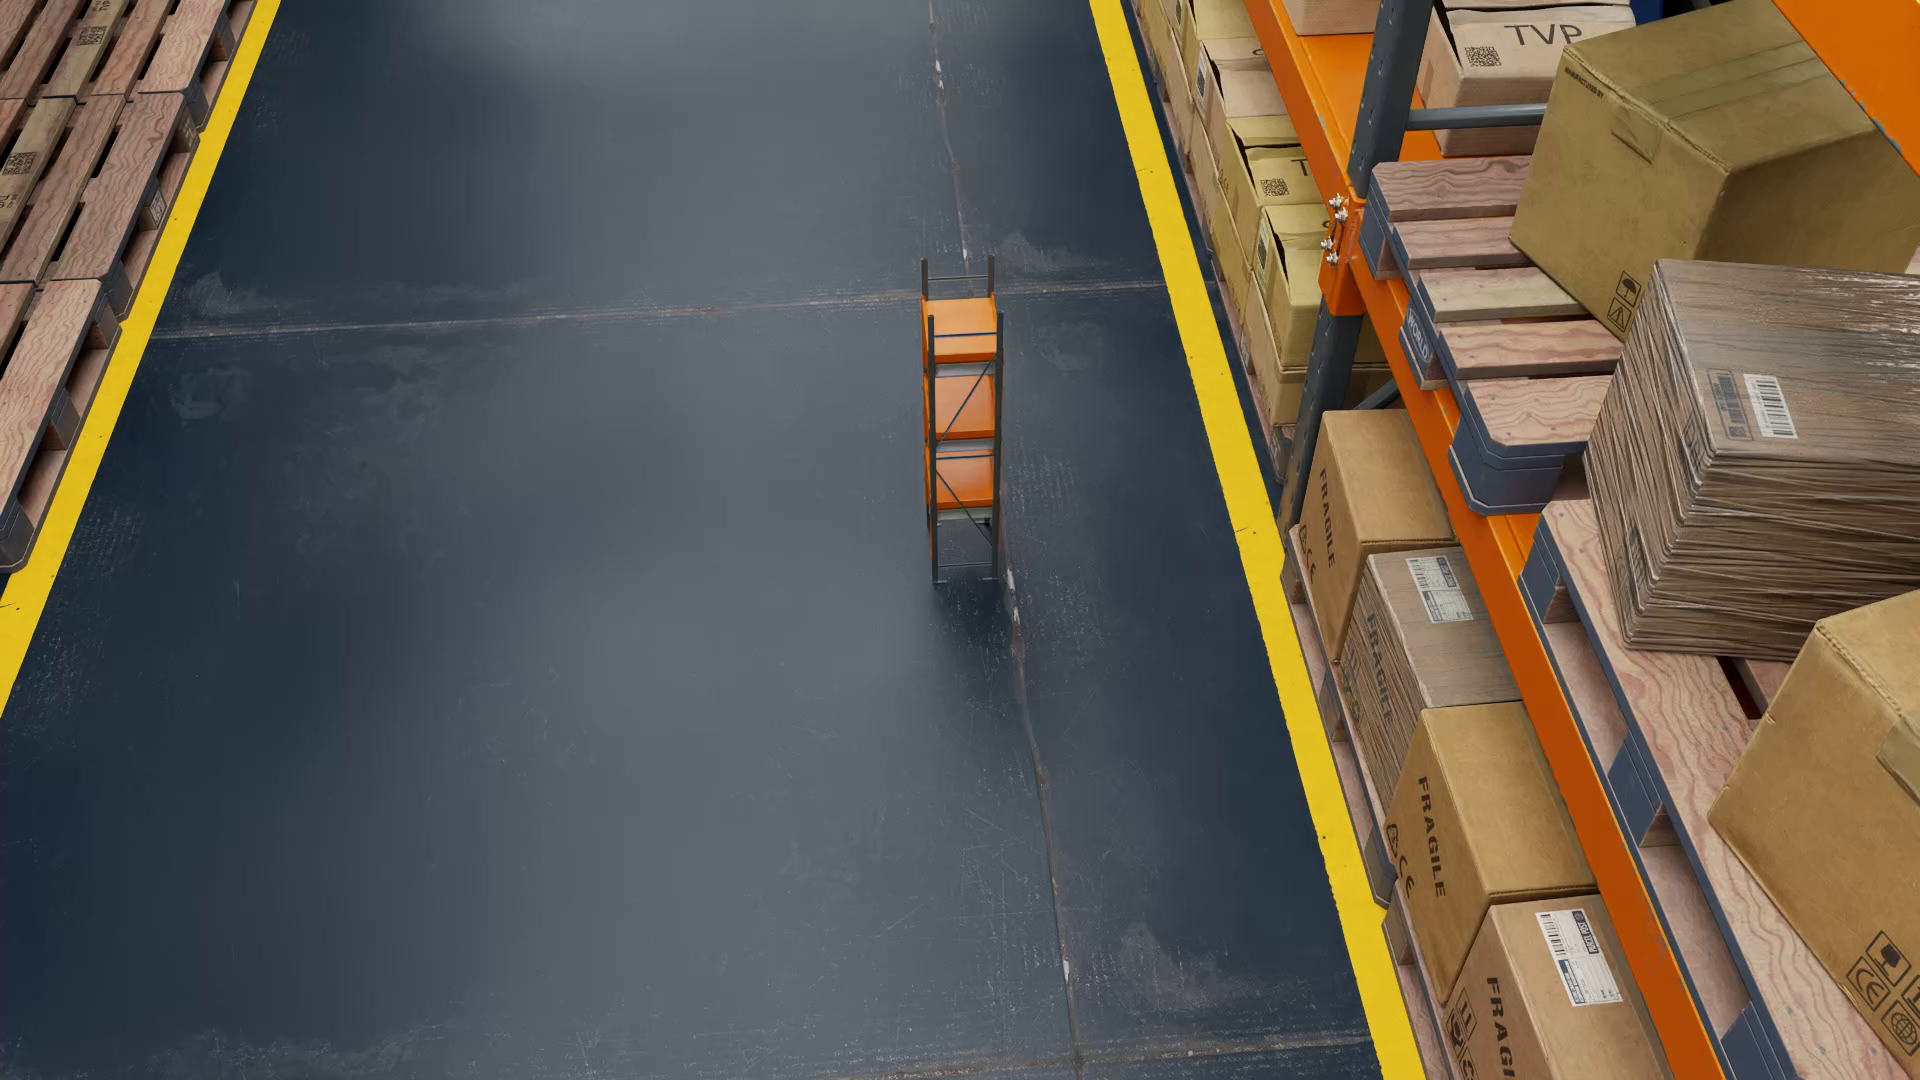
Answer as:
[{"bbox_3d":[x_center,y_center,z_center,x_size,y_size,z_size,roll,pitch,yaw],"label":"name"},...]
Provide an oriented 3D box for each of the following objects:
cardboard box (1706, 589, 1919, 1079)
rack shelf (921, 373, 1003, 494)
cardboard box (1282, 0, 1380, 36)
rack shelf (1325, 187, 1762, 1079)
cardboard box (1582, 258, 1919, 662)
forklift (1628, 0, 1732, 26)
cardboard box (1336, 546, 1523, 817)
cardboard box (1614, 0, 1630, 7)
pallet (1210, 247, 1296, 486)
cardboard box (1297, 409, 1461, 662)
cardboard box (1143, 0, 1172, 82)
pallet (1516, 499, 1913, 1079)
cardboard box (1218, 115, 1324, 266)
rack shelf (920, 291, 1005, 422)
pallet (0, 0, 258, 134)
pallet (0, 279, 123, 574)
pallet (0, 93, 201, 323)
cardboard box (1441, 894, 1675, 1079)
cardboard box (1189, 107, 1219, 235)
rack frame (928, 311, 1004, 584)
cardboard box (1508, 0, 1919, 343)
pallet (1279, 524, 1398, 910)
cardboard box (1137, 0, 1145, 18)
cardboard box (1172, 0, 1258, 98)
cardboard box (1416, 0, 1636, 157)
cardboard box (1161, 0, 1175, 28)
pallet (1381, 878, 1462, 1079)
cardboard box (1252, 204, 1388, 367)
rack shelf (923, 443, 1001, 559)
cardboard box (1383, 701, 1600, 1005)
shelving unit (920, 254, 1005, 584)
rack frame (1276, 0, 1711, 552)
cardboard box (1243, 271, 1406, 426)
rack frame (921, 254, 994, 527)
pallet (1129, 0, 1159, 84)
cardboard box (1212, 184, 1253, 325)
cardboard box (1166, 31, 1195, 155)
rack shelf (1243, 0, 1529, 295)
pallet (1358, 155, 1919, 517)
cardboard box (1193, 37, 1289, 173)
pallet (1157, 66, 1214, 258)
[{"bbox_3d":[1.636,0.370,2.476,0.700,0.500,0.500,-14,48,-13],"label":"cardboard box"},{"bbox_3d":[0.004,-0.315,4.840,0.215,0.259,0.240,-3,47,-3],"label":"rack shelf"},{"bbox_3d":[1.160,-1.618,4.890,0.380,0.149,0.250,-3,47,-3],"label":"cardboard box"},{"bbox_3d":[1.678,0.624,3.089,1.077,0.370,4.000,-3,47,-3],"label":"rack shelf"},{"bbox_3d":[1.562,-0.127,2.947,0.700,0.500,0.500,4,47,4],"label":"cardboard box"},{"bbox_3d":[3.182,-2.234,5.347,1.130,2.935,3.031,-5,47,-5],"label":"forklift"},{"bbox_3d":[1.313,0.363,4.259,0.500,0.500,0.500,-5,47,-5],"label":"cardboard box"},{"bbox_3d":[1.629,-1.699,4.854,0.500,0.311,0.500,-4,47,-4],"label":"cardboard box"},{"bbox_3d":[1.480,-0.710,5.777,1.003,0.211,1.213,-3,47,-3],"label":"pallet"},{"bbox_3d":[1.264,-0.016,4.618,0.500,0.500,0.500,-2,47,-2],"label":"cardboard box"},{"bbox_3d":[1.050,-2.112,6.789,0.500,0.250,0.500,-5,47,-5],"label":"cardboard box"},{"bbox_3d":[1.678,0.402,2.936,1.003,0.211,1.213,-3,47,-3],"label":"pallet"},{"bbox_3d":[1.171,-1.202,5.541,0.500,0.311,0.500,-4,47,-4],"label":"cardboard box"},{"bbox_3d":[0.004,-0.510,4.634,0.215,0.259,0.240,-3,47,-3],"label":"rack shelf"},{"bbox_3d":[-3.656,-2.142,7.133,1.003,0.211,1.213,-3,47,-3],"label":"pallet"},{"bbox_3d":[-3.452,-0.376,5.461,1.003,0.211,1.213,-3,47,-3],"label":"pallet"},{"bbox_3d":[-3.551,-1.257,6.295,1.003,0.211,1.213,-3,47,-3],"label":"pallet"},{"bbox_3d":[1.399,1.103,3.558,0.500,0.500,0.500,-5,47,-5],"label":"cardboard box"},{"bbox_3d":[1.138,-1.372,6.088,0.500,0.250,0.500,-3,47,-2],"label":"cardboard box"},{"bbox_3d":[0.015,-0.234,4.749,0.200,1.050,0.008,-3,47,-3],"label":"rack frame"},{"bbox_3d":[1.676,-0.801,3.584,0.700,0.500,0.500,-18,49,-16],"label":"cardboard box"},{"bbox_3d":[1.535,0.431,4.697,1.003,0.211,1.213,-3,47,-3],"label":"pallet"},{"bbox_3d":[1.004,-2.487,7.144,0.500,0.250,0.500,-2,47,-2],"label":"cardboard box"},{"bbox_3d":[1.092,-1.930,6.230,0.500,0.311,0.500,-2,47,-2],"label":"cardboard box"},{"bbox_3d":[1.524,-1.306,4.482,0.500,0.311,0.500,-1,47,-1],"label":"cardboard box"},{"bbox_3d":[1.043,-2.305,6.586,0.500,0.311,0.500,-5,47,-5],"label":"cardboard box"},{"bbox_3d":[1.634,1.311,3.863,1.003,0.211,1.213,-3,47,-3],"label":"pallet"},{"bbox_3d":[1.221,-0.826,5.185,0.500,0.311,0.500,-2,47,-2],"label":"cardboard box"},{"bbox_3d":[0.004,-0.124,5.042,0.215,0.259,0.240,-3,47,-3],"label":"rack shelf"},{"bbox_3d":[1.350,0.726,3.915,0.500,0.500,0.500,-4,47,-4],"label":"cardboard box"},{"bbox_3d":[0.004,-0.322,4.832,0.215,1.050,0.252,-3,47,-3],"label":"shelving unit"},{"bbox_3d":[1.511,-1.071,4.198,1.000,3.000,0.127,-3,47,-3],"label":"rack frame"},{"bbox_3d":[1.223,-0.635,5.390,0.500,0.250,0.500,-2,47,-2],"label":"cardboard box"},{"bbox_3d":[-0.006,-0.411,4.916,0.200,1.050,0.008,-3,47,-3],"label":"rack frame"},{"bbox_3d":[1.276,-2.475,7.449,1.003,0.211,1.213,-3,47,-3],"label":"pallet"},{"bbox_3d":[1.177,-1.008,5.743,0.500,0.250,0.500,-4,47,-4],"label":"cardboard box"},{"bbox_3d":[1.092,-1.744,6.441,0.500,0.250,0.500,-3,47,-3],"label":"cardboard box"},{"bbox_3d":[1.343,-2.270,5.830,1.077,0.370,4.000,-3,47,-3],"label":"rack shelf"},{"bbox_3d":[1.637,-0.519,3.807,1.213,0.211,1.003,-3,47,-3],"label":"pallet"},{"bbox_3d":[1.132,-1.567,5.887,0.500,0.311,0.500,-4,47,-4],"label":"cardboard box"},{"bbox_3d":[1.381,-1.591,6.611,1.003,0.211,1.213,-3,47,-3],"label":"pallet"}]
